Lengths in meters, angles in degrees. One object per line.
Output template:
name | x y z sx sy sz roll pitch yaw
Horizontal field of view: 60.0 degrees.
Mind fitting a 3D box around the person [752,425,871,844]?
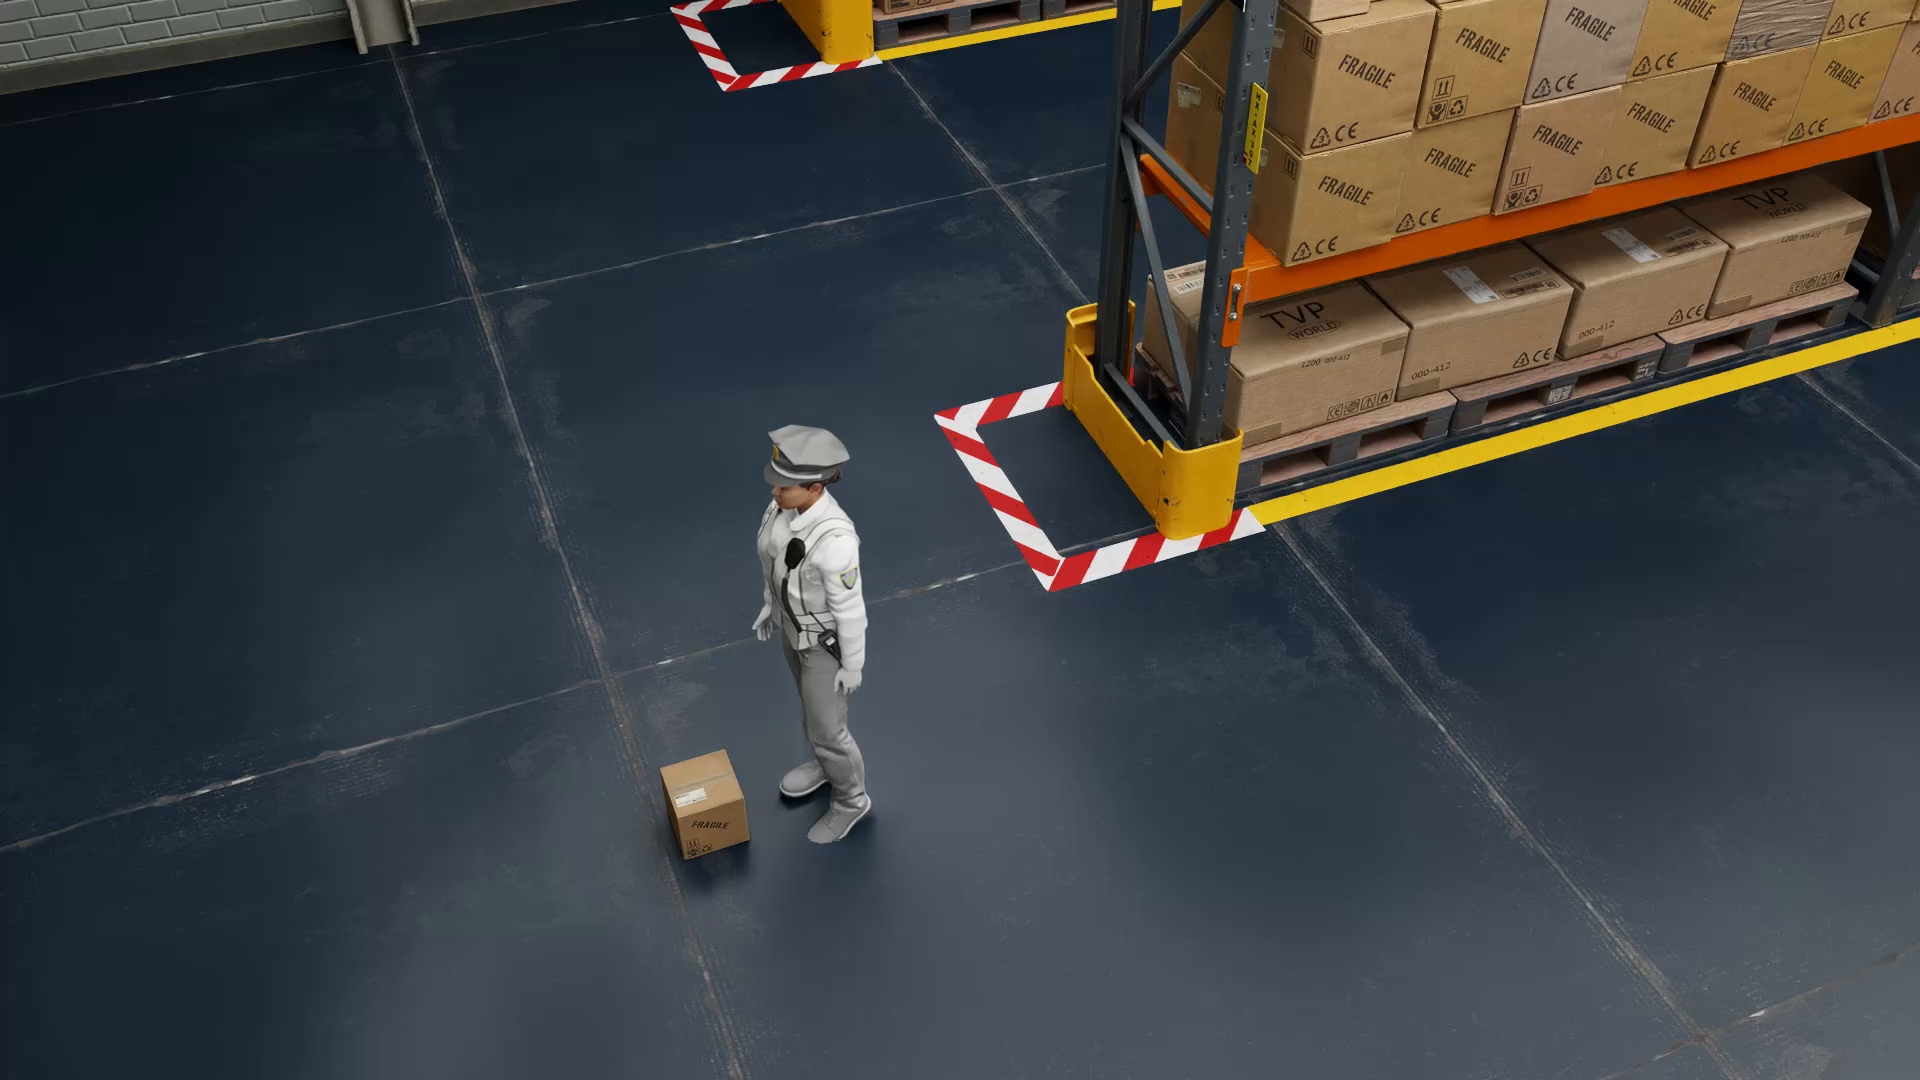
person | -0.504 0.339 5.789 0.343 1.743 0.500 -21 46 -21
